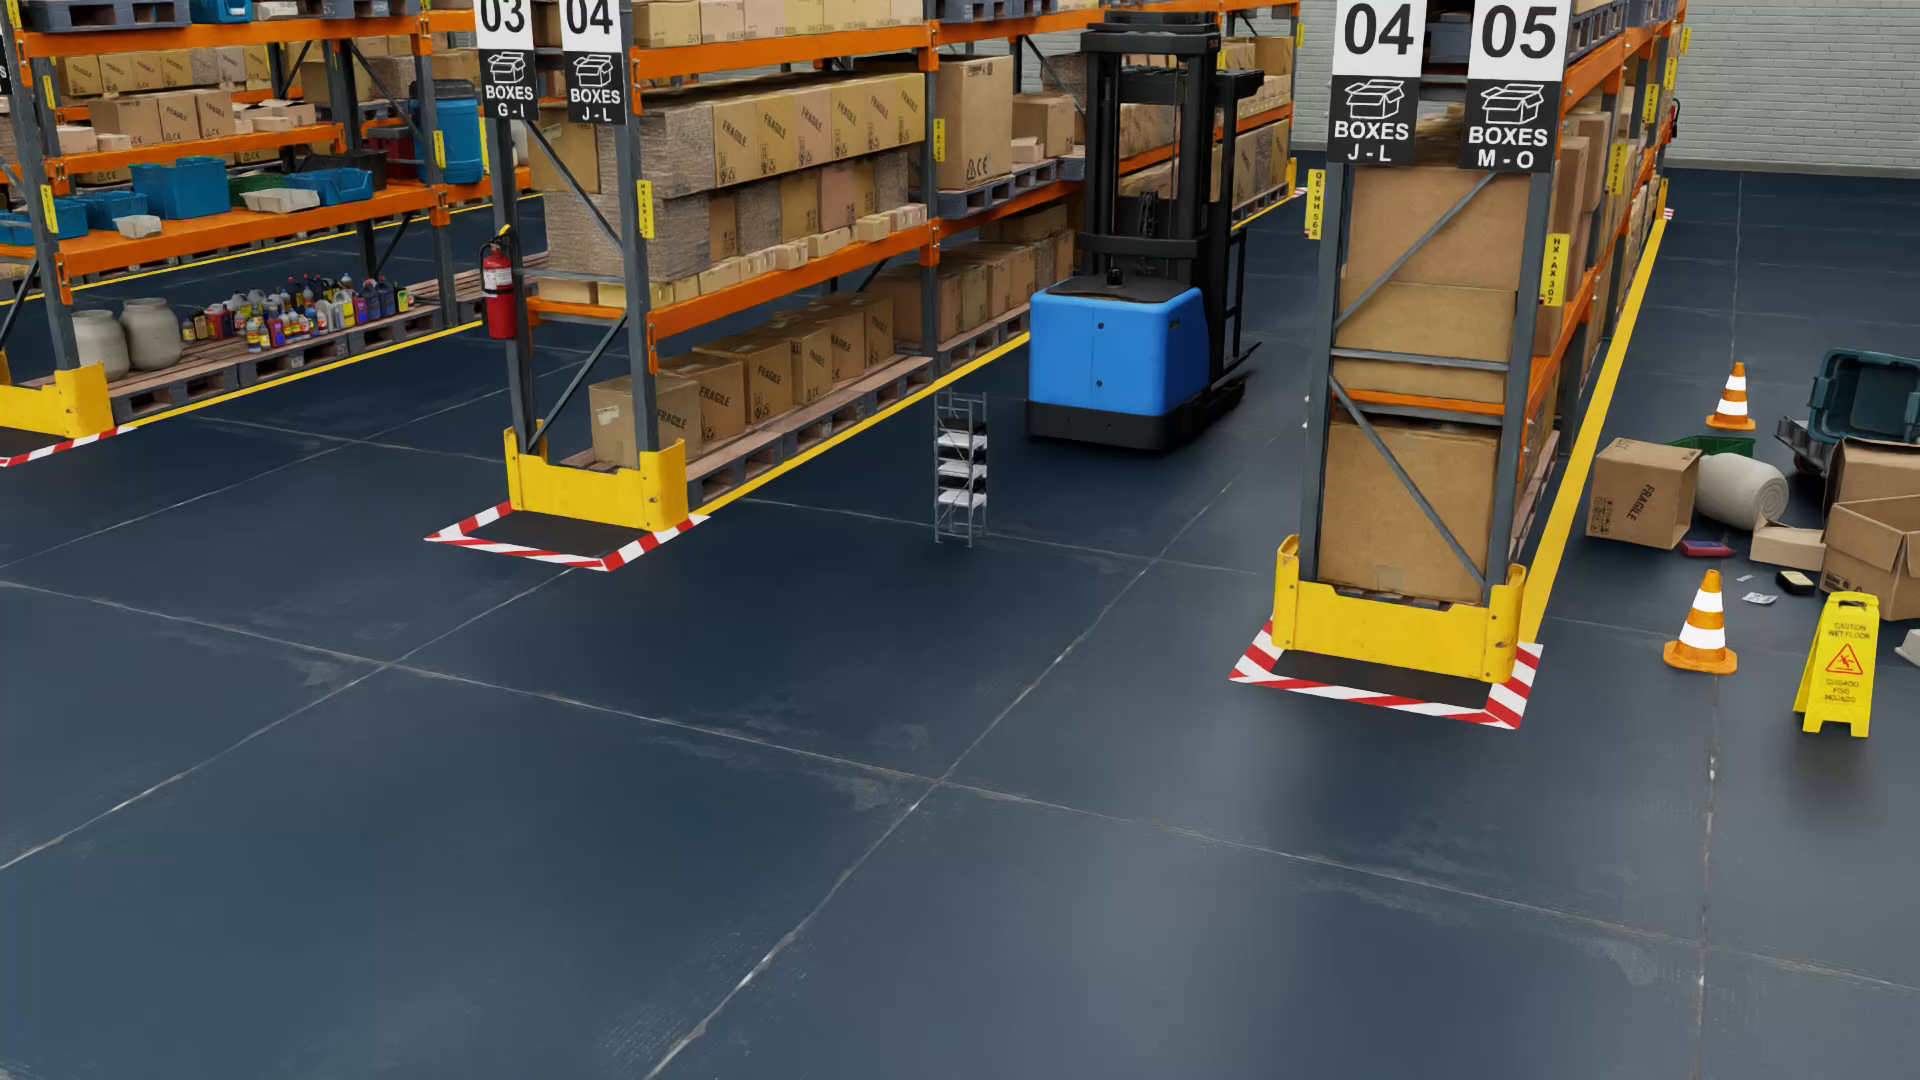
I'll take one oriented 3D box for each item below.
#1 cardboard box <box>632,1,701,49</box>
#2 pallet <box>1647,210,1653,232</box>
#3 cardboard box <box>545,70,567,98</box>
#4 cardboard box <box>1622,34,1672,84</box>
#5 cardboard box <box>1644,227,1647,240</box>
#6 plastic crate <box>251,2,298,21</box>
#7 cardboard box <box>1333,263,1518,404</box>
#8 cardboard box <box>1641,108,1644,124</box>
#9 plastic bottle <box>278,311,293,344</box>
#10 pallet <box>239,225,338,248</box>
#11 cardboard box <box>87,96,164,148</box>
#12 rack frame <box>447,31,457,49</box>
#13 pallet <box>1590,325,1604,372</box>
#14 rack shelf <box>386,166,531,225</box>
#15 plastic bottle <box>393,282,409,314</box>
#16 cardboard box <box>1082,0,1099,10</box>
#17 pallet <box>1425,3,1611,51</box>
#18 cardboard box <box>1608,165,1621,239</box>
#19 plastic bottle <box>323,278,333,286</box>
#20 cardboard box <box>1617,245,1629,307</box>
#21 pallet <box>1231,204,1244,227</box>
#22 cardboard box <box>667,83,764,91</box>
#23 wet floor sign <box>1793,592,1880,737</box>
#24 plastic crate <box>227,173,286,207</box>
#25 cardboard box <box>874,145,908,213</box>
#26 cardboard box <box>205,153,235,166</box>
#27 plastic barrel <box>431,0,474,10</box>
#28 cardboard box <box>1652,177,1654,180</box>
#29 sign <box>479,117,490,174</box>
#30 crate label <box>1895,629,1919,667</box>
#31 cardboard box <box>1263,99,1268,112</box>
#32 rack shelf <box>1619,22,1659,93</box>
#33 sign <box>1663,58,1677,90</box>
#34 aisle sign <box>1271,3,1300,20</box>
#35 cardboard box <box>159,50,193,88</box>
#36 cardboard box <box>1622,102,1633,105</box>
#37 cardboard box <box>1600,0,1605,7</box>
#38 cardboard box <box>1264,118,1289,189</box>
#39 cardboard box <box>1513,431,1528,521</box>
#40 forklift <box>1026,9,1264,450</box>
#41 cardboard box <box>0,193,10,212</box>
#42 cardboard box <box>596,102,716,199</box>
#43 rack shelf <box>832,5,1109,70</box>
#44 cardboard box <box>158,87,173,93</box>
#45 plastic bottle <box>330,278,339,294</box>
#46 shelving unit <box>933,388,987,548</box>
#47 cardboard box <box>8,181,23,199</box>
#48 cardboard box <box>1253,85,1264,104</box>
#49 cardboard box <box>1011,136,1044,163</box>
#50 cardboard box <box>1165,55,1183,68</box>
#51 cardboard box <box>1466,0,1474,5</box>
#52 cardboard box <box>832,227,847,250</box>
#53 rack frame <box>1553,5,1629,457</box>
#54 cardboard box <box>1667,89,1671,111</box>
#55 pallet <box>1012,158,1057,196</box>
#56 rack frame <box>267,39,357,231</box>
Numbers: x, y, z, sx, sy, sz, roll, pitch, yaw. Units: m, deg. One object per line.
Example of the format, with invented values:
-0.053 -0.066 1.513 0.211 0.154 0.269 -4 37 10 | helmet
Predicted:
-1.869 -3.019 9.730 0.500 0.250 0.500 9 22 24 | cardboard box
8.337 -4.164 21.363 1.003 0.211 1.213 9 21 23 | pallet
-5.967 -6.759 24.349 0.500 0.500 0.500 9 22 24 | cardboard box
7.502 -5.285 18.267 0.500 0.500 0.500 9 22 24 | cardboard box
7.646 -3.525 19.032 0.380 0.149 0.250 9 22 24 | cardboard box
-5.471 -4.210 13.248 0.243 0.136 0.396 9 21 23 | plastic crate
2.292 -1.044 8.204 0.875 0.550 0.550 9 21 23 | cardboard box
6.794 -4.352 17.035 0.380 0.149 0.250 8 21 21 | cardboard box
-5.654 -1.783 13.920 0.097 0.271 0.097 0 20 0 | plastic bottle
-8.435 -3.811 20.369 1.003 0.211 1.213 9 21 23 | pallet
-9.155 -4.589 18.246 0.500 0.500 0.500 10 22 27 | cardboard box
-9.307 -8.495 29.379 1.000 3.000 0.127 9 21 23 | rack frame
5.066 -1.755 14.588 1.003 0.211 1.213 9 21 23 | pallet
-4.364 -3.740 17.082 1.077 0.370 4.000 9 21 23 | rack shelf
-5.079 -2.203 15.083 0.061 0.283 0.133 10 22 25 | plastic bottle
1.003 -5.174 15.789 0.500 0.250 0.500 9 21 23 | cardboard box
2.974 -2.828 9.099 1.003 0.211 1.213 9 21 23 | pallet
4.693 -2.554 12.525 0.500 0.500 0.500 8 21 22 | cardboard box
-5.821 -2.252 15.232 0.152 0.276 0.135 9 22 25 | plastic bottle
5.980 -2.501 15.627 0.500 0.500 0.500 8 21 20 | cardboard box
2.994 -4.141 21.299 1.003 0.211 1.213 9 21 23 | pallet
-1.684 -2.883 11.514 0.500 0.500 0.500 9 21 23 | cardboard box
3.976 0.536 7.498 0.267 0.644 0.232 5 20 13 | wet floor sign
-5.996 -2.991 14.220 0.450 0.188 0.662 9 21 23 | plastic crate
-0.905 -2.846 12.902 0.875 0.500 0.500 9 21 23 | cardboard box
-11.454 -5.969 24.857 0.750 0.750 0.750 9 22 24 | cardboard box
-4.905 -5.502 15.739 0.600 0.901 0.600 0 20 0 | plastic barrel
8.438 -4.447 20.737 0.380 0.149 0.250 8 21 21 | cardboard box
-2.800 -2.342 9.877 0.100 0.325 0.005 9 21 23 | sign
4.851 0.538 8.252 0.250 0.136 0.298 -2 20 -5 | crate label
3.882 -5.792 22.153 0.380 0.149 0.250 9 21 23 | cardboard box
4.638 -3.762 12.668 1.077 0.370 4.000 9 21 23 | rack shelf
7.603 -4.992 17.802 0.100 0.325 0.005 9 21 23 | sign
4.553 -7.662 23.157 0.394 0.787 0.004 9 21 23 | aisle sign
-11.518 -6.830 24.075 0.500 0.500 0.500 9 22 24 | cardboard box
6.253 -4.094 15.865 0.380 0.149 0.250 10 22 25 | cardboard box
3.131 -2.840 8.601 0.380 0.149 0.250 8 21 22 | cardboard box
4.061 -5.446 23.351 0.875 0.875 0.875 9 21 23 | cardboard box
2.757 -0.536 9.544 0.875 0.875 0.875 8 21 22 | cardboard box
1.578 -2.456 12.502 1.130 2.935 3.031 9 22 25 | forklift
-10.176 -3.305 17.143 0.500 0.500 0.500 9 21 23 | cardboard box
-1.828 -2.354 10.026 0.500 0.500 0.500 9 21 23 | cardboard box
0.155 -4.474 14.668 1.077 0.370 4.000 9 21 23 | rack shelf
-11.619 -6.480 24.058 0.380 0.149 0.250 9 21 23 | cardboard box
-5.723 -2.241 15.190 0.061 0.283 0.133 9 21 23 | plastic bottle
0.003 -0.426 9.825 0.258 0.900 0.210 9 21 23 | shelving unit
-12.831 -4.852 22.209 0.700 0.500 0.500 9 21 23 | cardboard box
3.667 -5.871 21.780 0.500 0.250 0.500 9 21 23 | cardboard box
0.537 -3.598 15.184 0.396 0.266 0.258 8 21 21 | cardboard box
2.066 -5.349 18.885 0.797 0.503 0.637 9 21 23 | cardboard box
2.529 -2.930 8.853 0.380 0.149 0.250 9 21 23 | cardboard box
-1.041 -2.188 12.020 0.380 0.149 0.250 9 21 23 | cardboard box
3.819 -2.076 11.331 1.000 3.000 0.127 9 21 23 | rack frame
8.156 -5.295 19.789 0.500 0.500 0.500 10 22 25 | cardboard box
0.200 -3.309 15.084 1.003 0.211 1.213 9 21 23 | pallet
-8.062 -5.371 20.595 1.000 3.000 0.127 9 21 23 | rack frame
